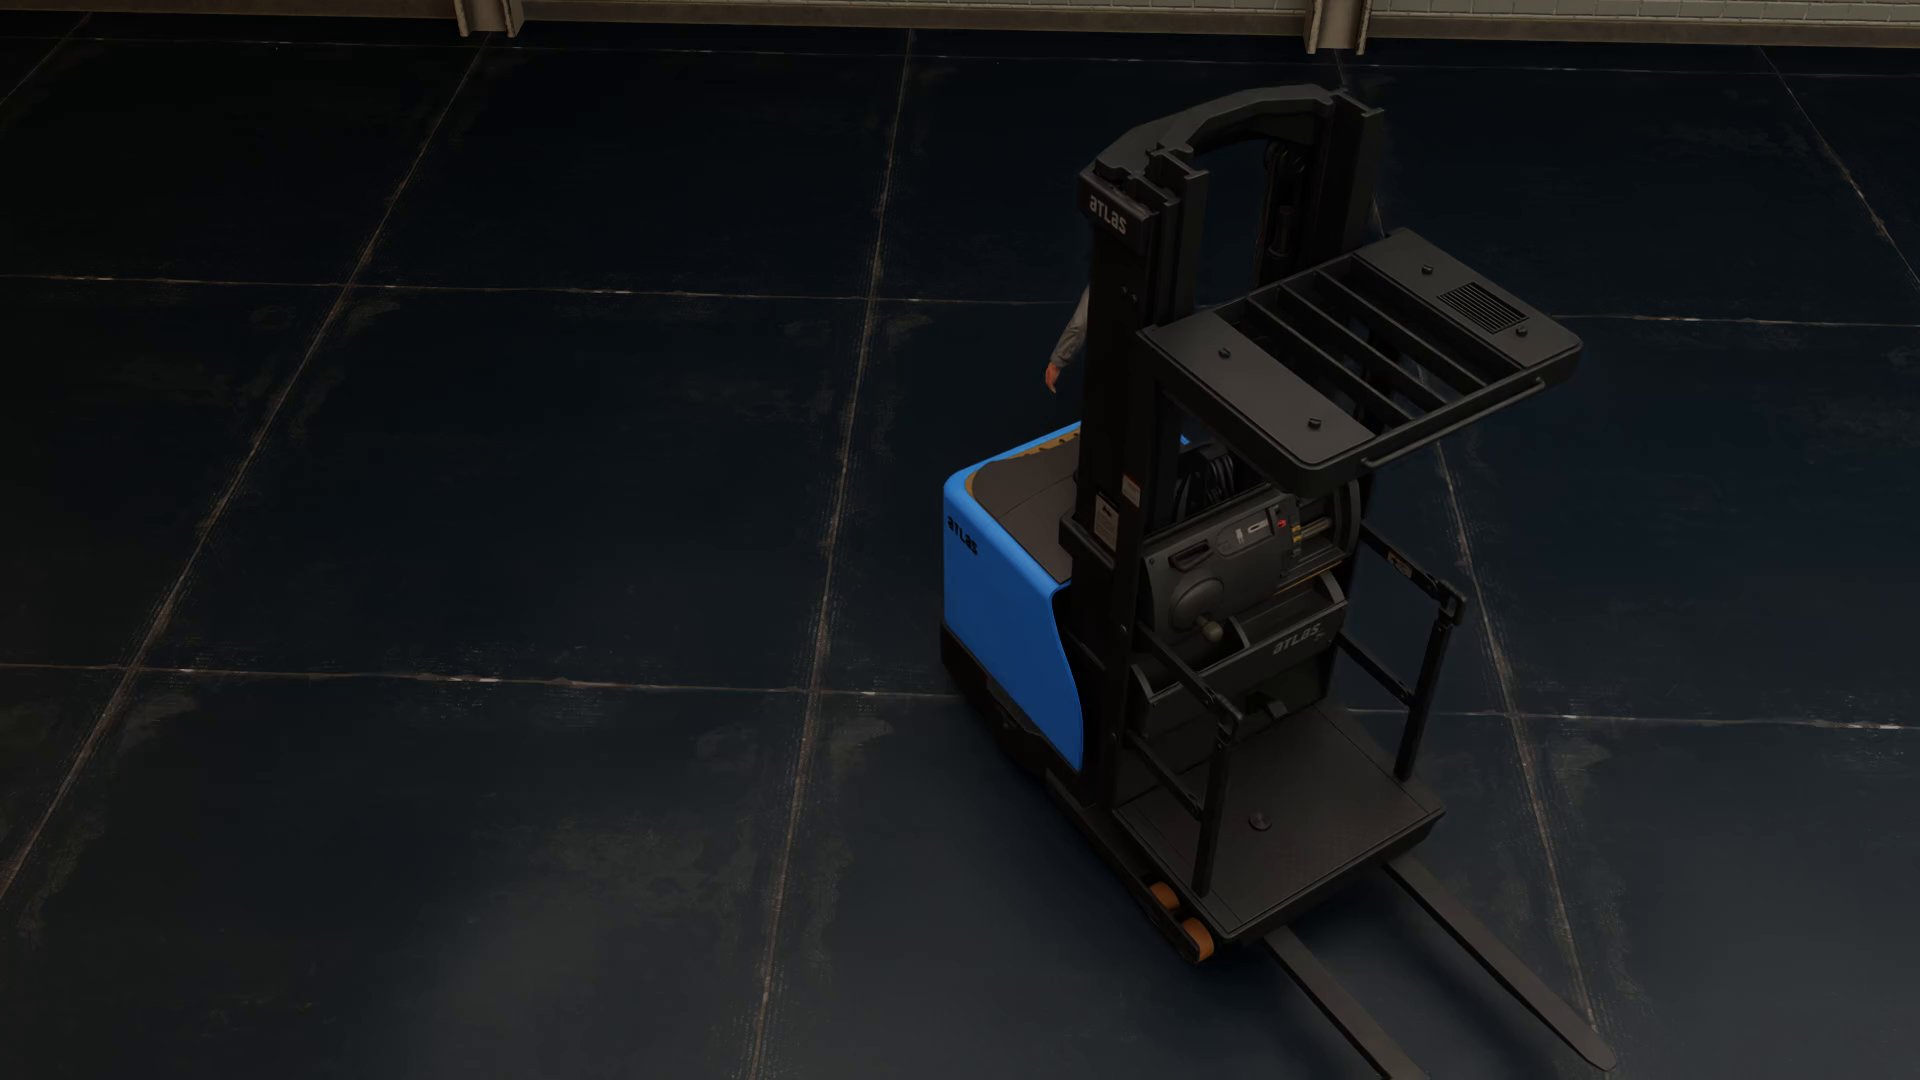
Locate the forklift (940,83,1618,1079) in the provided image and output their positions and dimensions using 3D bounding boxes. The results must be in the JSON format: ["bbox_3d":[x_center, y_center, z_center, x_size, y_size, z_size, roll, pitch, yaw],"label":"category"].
[{"bbox_3d":[1.135,0.121,5.610,1.130,2.935,3.031,-23,47,-24],"label":"forklift"}]

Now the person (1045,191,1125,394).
[{"bbox_3d":[0.771,-0.945,7.890,0.639,1.498,0.884,10,43,11],"label":"person"}]
